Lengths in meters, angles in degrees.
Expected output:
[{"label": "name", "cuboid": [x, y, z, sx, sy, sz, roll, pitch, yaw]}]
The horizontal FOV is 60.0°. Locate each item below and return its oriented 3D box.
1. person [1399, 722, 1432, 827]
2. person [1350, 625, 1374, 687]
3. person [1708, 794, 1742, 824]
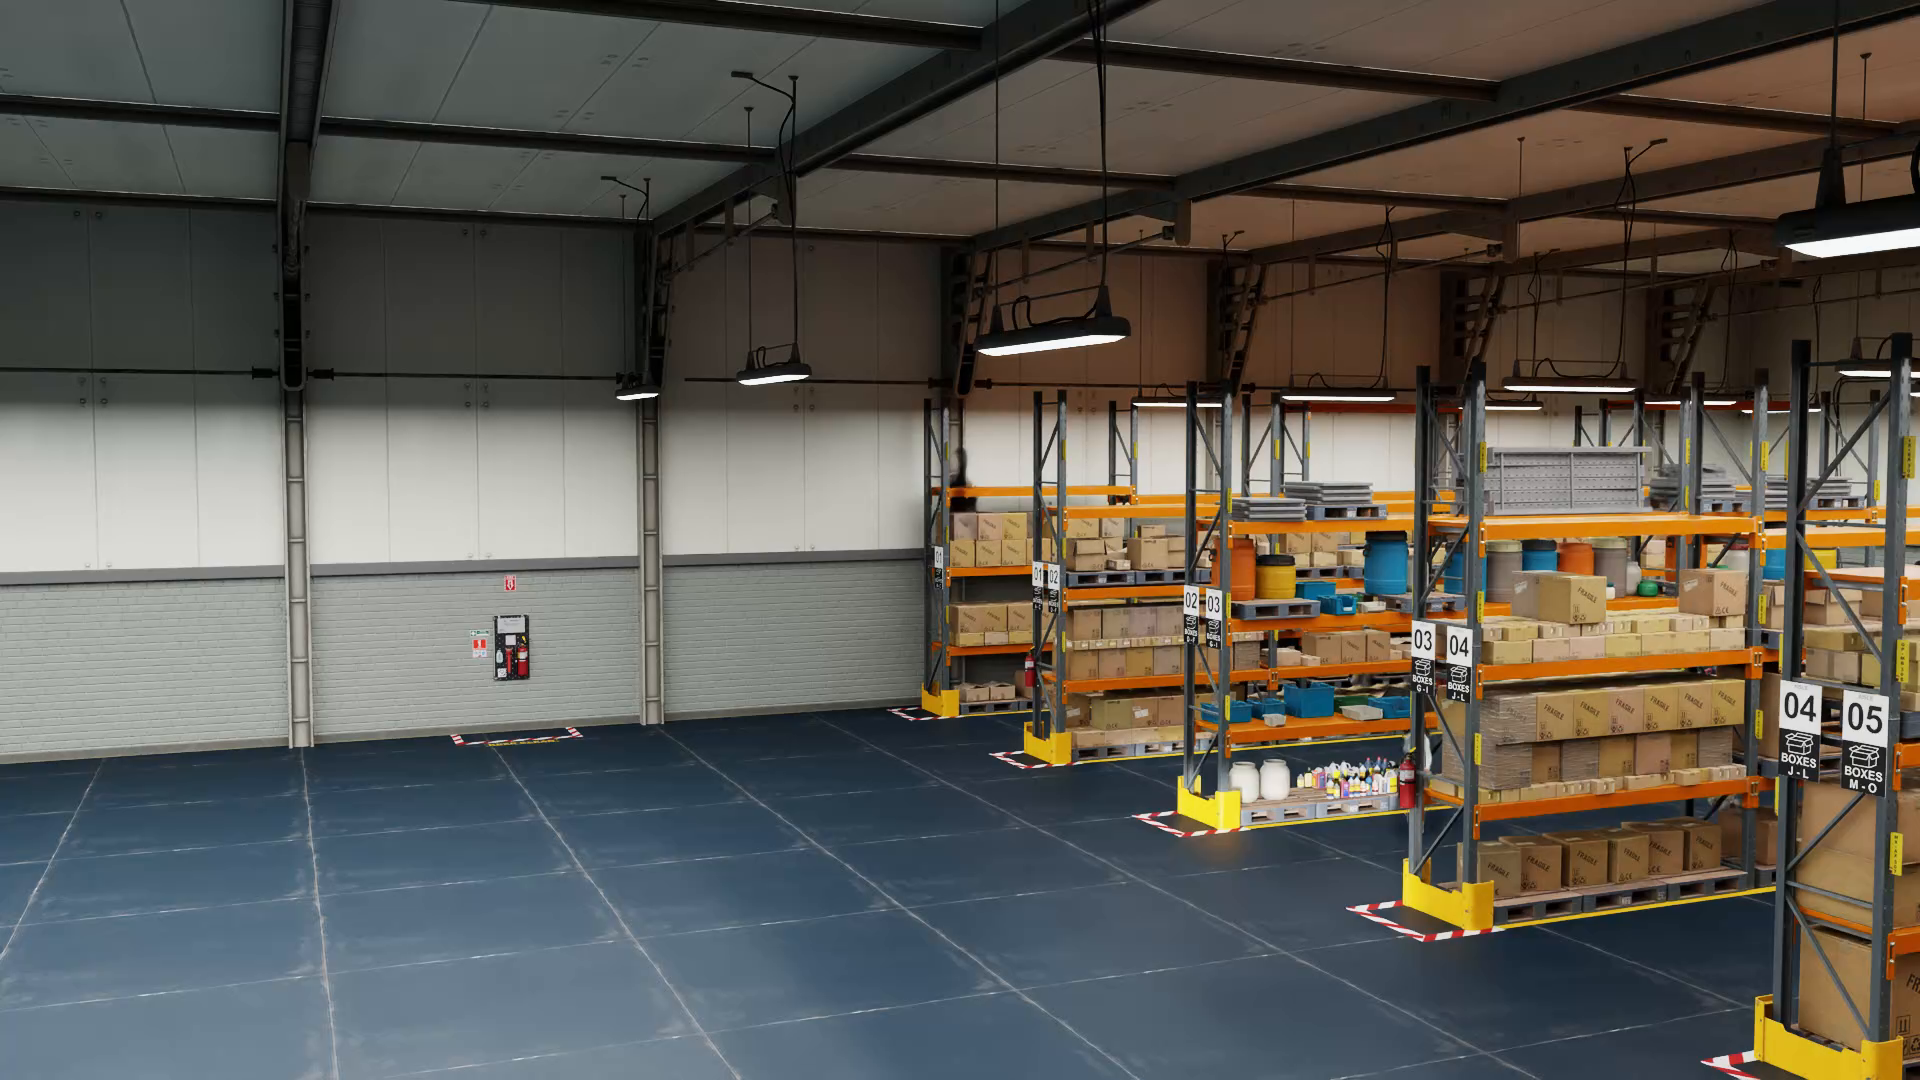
[{"label": "person", "cuboid": [6.020, 3.095, 21.870, 0.629, 1.567, 0.575, -3, 4, -39]}, {"label": "person", "cuboid": [7.754, 2.445, 31.974, 0.642, 1.679, 0.616, -1, 4, -22]}, {"label": "person", "cuboid": [10.027, 3.032, 21.727, 0.706, 1.715, 0.650, -3, 4, -38]}]
